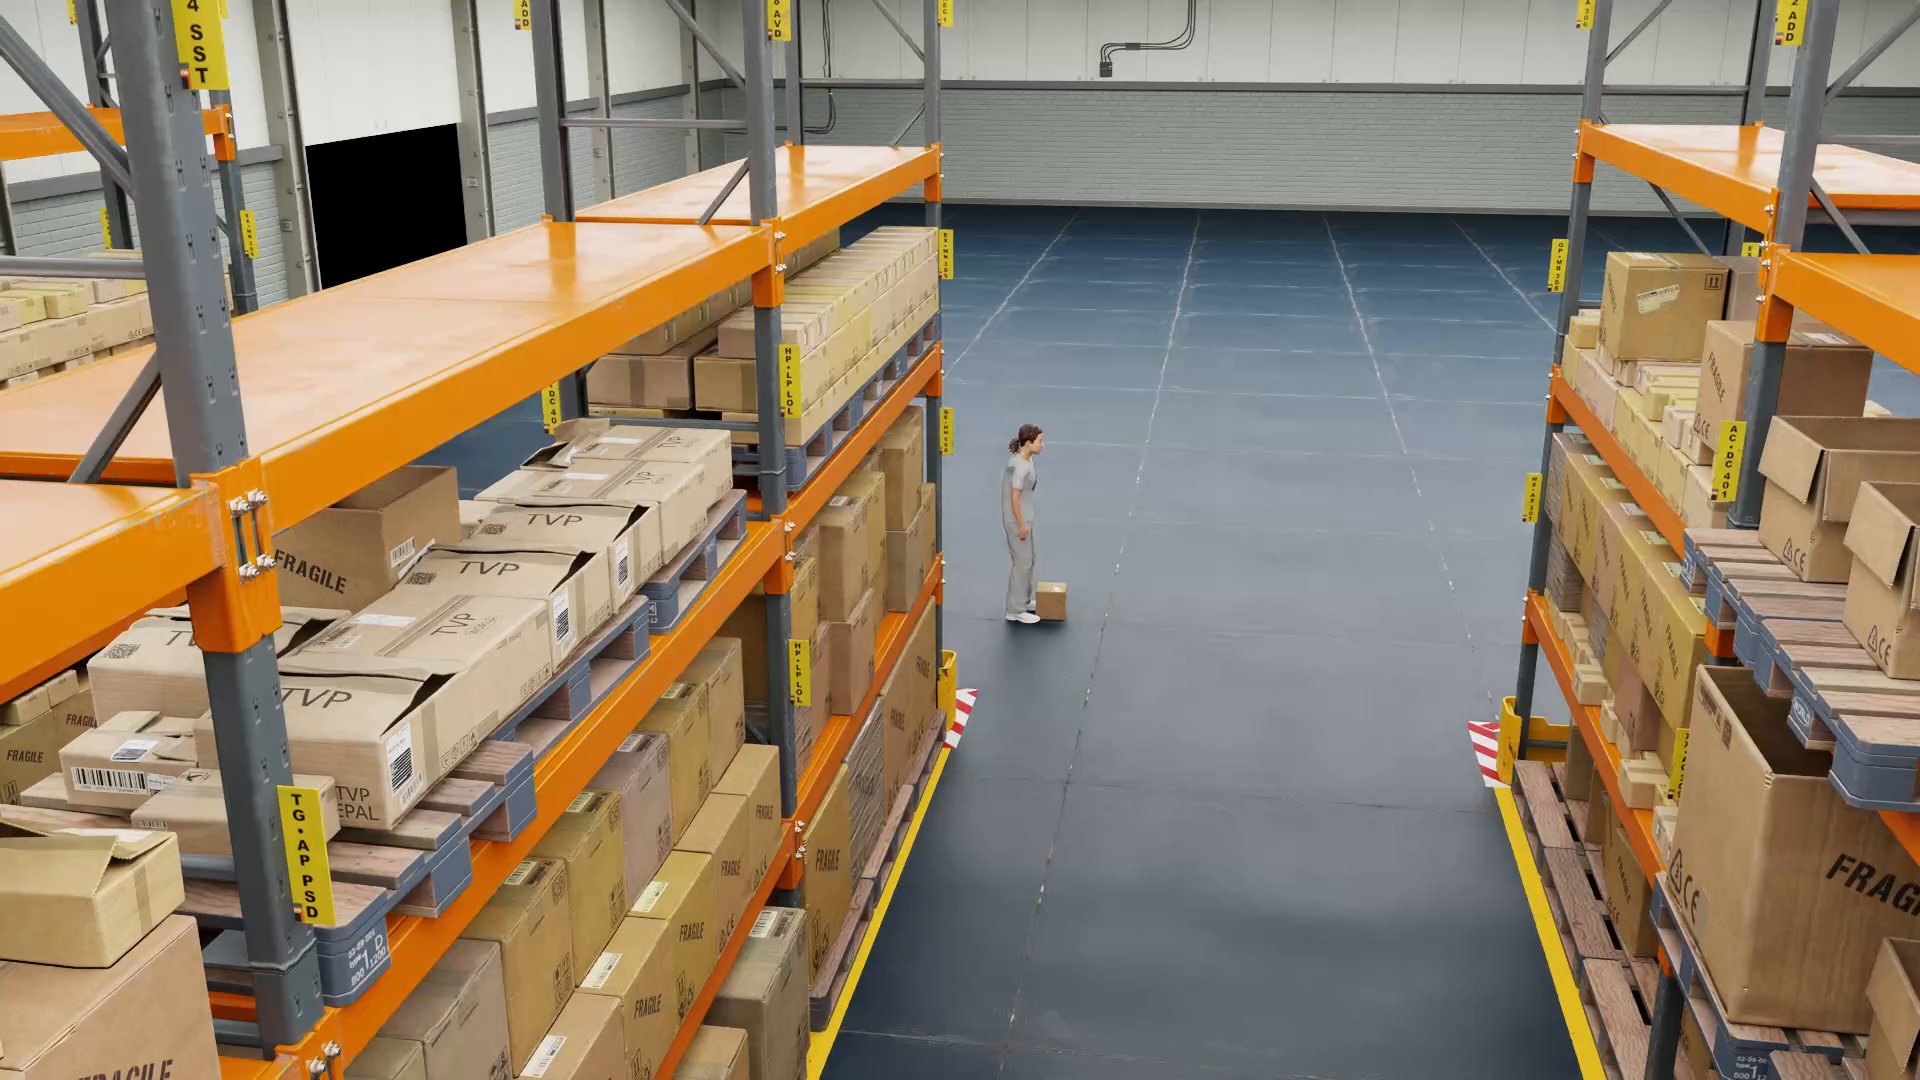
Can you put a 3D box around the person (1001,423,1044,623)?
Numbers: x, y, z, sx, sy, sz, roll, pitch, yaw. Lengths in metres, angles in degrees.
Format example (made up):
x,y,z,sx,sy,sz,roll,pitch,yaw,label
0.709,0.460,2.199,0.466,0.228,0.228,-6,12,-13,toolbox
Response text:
x,y,z,sx,sy,sz,roll,pitch,yaw,label
0.531,-0.163,14.005,0.362,1.672,0.485,3,18,8,person
